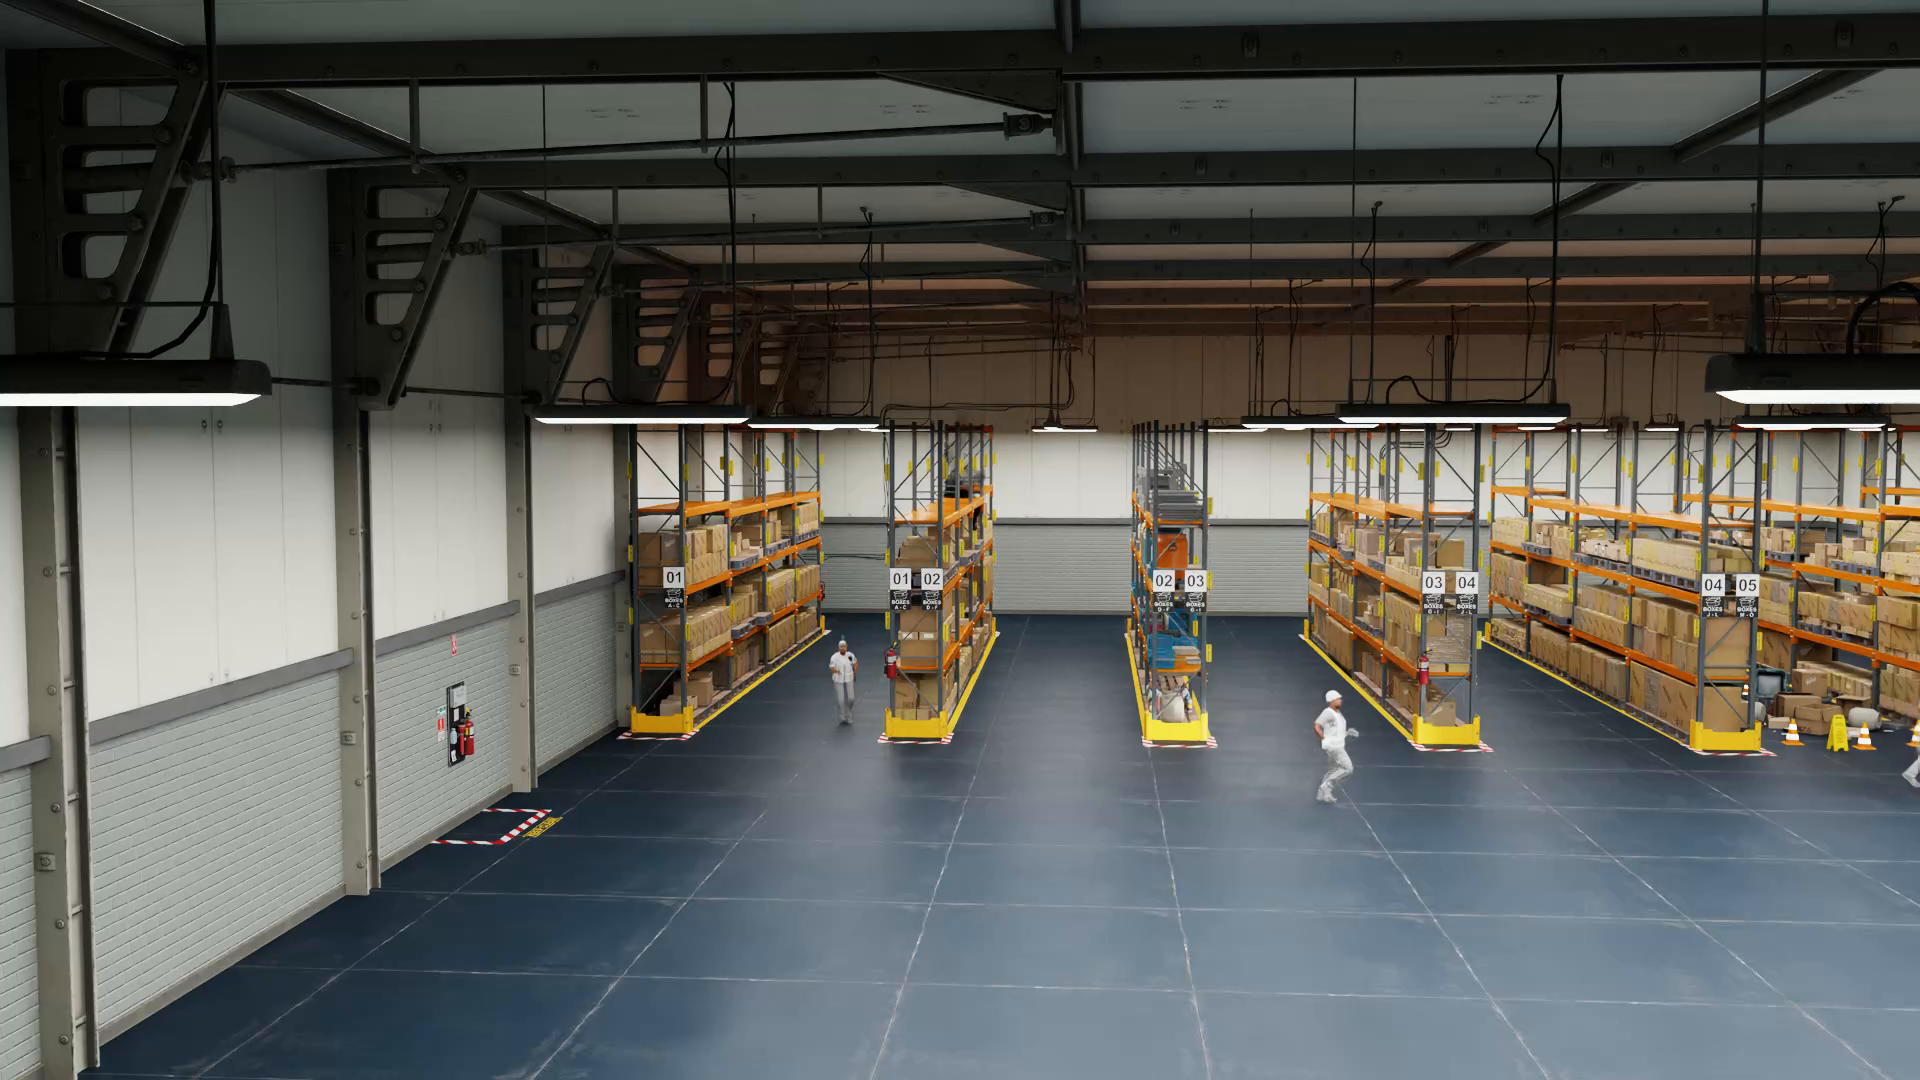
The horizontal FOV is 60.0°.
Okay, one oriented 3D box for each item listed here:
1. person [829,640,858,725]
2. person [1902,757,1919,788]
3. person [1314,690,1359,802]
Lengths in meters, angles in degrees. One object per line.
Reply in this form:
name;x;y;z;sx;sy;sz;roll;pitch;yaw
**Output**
person;-2.293;2.824;32.909;0.580;1.680;0.685;-1;4;-9
person;15.607;3.135;26.564;0.648;1.814;0.931;-3;5;-44
person;5.845;3.202;25.762;0.634;1.738;0.668;1;4;21
